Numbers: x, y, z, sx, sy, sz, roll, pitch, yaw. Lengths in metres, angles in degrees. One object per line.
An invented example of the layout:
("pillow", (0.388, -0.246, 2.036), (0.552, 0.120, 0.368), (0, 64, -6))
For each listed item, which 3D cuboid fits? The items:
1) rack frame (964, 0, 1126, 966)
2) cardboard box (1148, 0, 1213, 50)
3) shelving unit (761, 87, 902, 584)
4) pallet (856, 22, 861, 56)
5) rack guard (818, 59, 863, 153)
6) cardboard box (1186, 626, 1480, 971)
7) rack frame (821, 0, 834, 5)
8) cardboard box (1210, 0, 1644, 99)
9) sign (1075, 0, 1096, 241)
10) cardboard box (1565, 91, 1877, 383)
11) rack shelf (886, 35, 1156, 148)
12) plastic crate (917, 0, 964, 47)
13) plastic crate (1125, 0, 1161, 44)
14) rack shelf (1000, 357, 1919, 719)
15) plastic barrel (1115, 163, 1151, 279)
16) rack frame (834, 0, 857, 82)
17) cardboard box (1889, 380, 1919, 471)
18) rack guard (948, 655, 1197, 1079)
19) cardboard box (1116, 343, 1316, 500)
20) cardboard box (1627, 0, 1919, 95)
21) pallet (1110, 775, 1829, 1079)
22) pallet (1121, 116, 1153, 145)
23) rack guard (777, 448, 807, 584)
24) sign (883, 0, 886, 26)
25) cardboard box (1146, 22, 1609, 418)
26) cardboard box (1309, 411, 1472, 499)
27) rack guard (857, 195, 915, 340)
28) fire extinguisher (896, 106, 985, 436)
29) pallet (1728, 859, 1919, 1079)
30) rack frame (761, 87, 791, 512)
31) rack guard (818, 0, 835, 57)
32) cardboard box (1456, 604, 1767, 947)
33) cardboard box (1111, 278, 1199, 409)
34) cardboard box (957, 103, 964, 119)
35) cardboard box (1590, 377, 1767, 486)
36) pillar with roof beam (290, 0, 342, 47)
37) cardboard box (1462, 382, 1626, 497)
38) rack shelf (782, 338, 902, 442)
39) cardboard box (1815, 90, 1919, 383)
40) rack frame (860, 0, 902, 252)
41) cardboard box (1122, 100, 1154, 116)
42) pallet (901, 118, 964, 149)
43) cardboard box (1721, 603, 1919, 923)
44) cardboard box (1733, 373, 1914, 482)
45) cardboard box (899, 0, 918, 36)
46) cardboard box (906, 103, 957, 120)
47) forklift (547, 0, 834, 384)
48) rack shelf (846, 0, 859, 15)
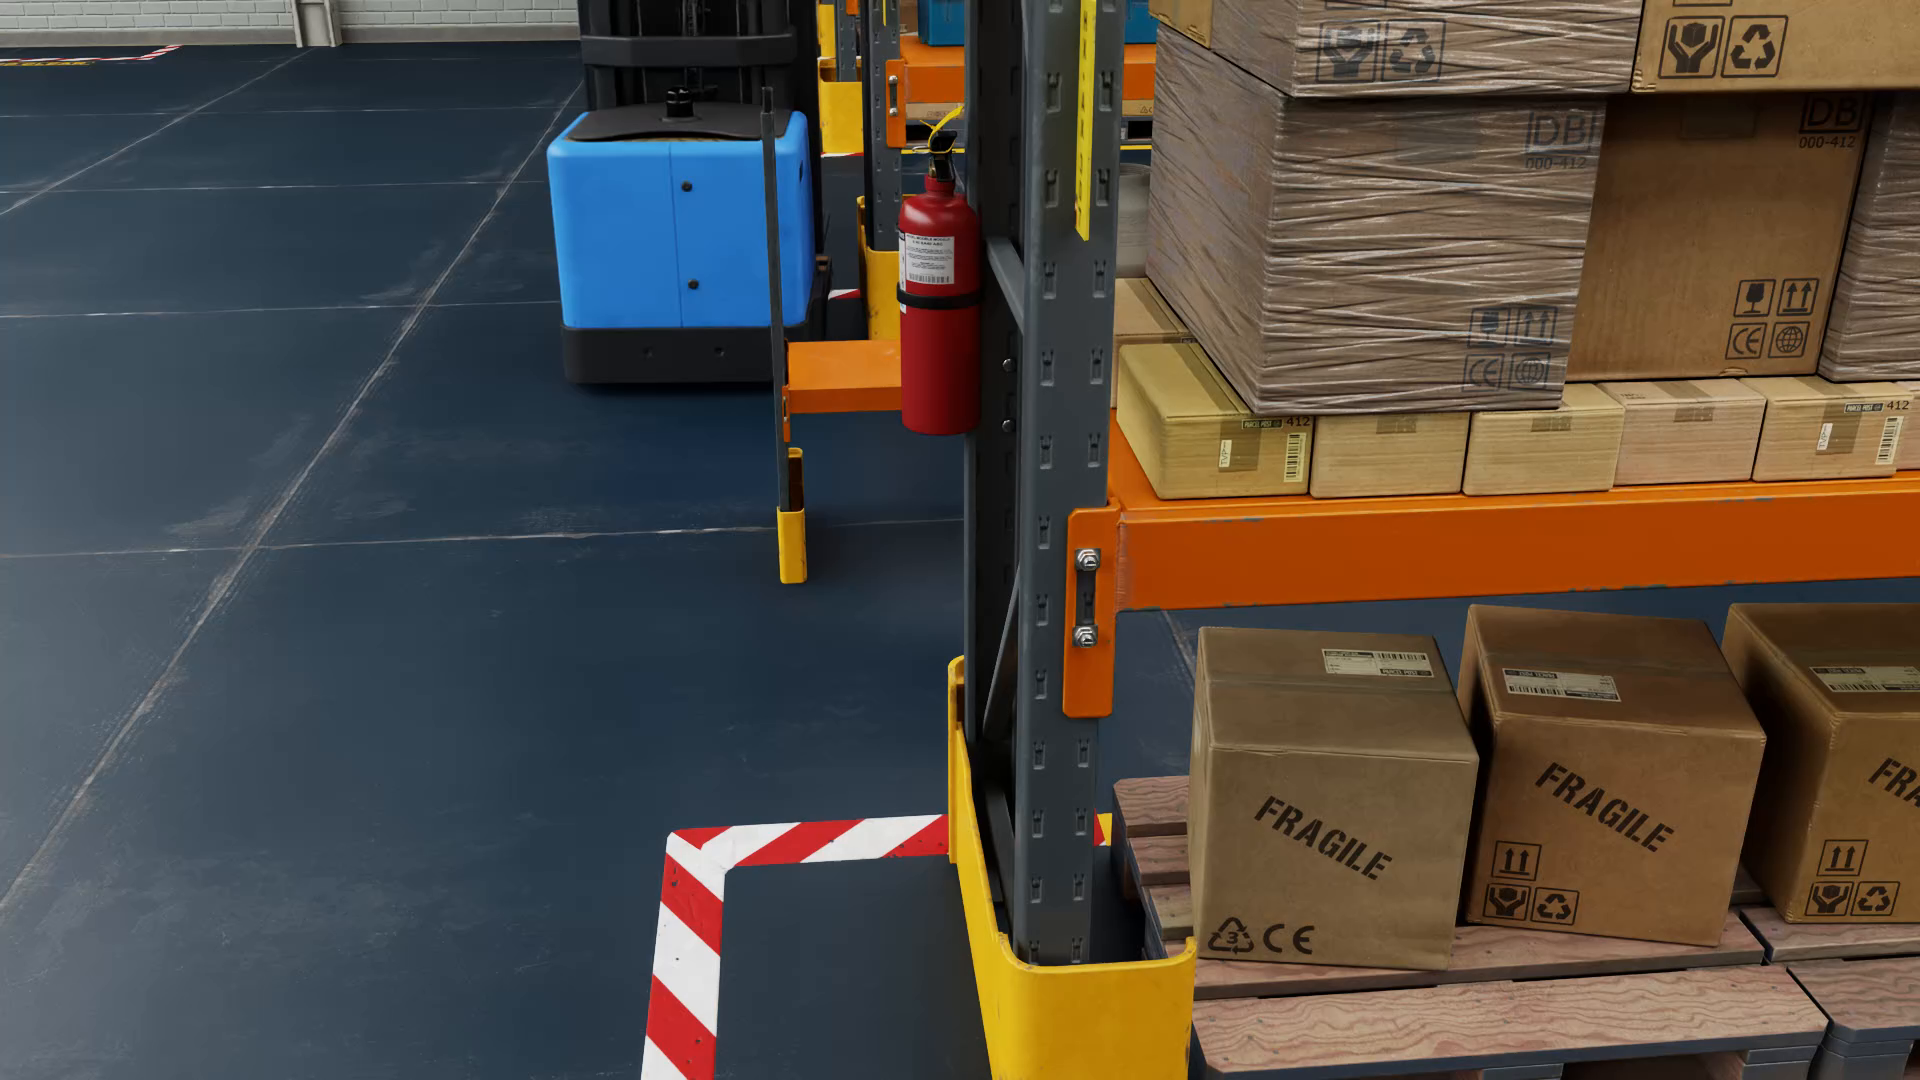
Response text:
("rack frame", (0.120, -0.411, 2.981), (0.127, 3.000, 1.000), (-2, 24, -5))
("cardboard box", (0.643, -1.171, 2.971), (0.500, 0.500, 0.500), (-2, 24, -5))
("shelving unit", (-0.076, -0.682, 5.439), (1.083, 1.500, 0.587), (-2, 24, -5))
("pallet", (-0.453, -5.164, 17.108), (1.213, 0.211, 1.003), (-2, 24, -5))
("rack guard", (-0.874, -3.272, 12.495), (0.348, 0.500, 1.175), (-2, 24, -5))
("cardboard box", (0.743, 0.522, 3.444), (0.500, 0.500, 0.500), (2, 24, 5))
("rack frame", (-1.341, -6.417, 16.494), (0.127, 3.000, 1.000), (-2, 24, -5))
("cardboard box", (0.694, -0.961, 2.498), (0.500, 0.500, 0.500), (-2, 24, -5))
("sign", (0.173, -0.587, 2.311), (0.005, 0.325, 0.100), (-2, 24, -5))
("cardboard box", (1.155, -0.671, 3.078), (0.500, 0.500, 0.875), (-2, 24, -5))
("rack shelf", (1.623, -2.164, 7.810), (4.000, 0.370, 1.077), (-2, 24, -5))
("plastic crate", (0.101, -2.486, 7.832), (0.616, 0.251, 0.499), (-2, 24, -5))
("plastic crate", (0.748, -2.509, 7.885), (0.408, 0.251, 0.499), (-2, 24, -5))
("rack shelf", (2.110, -0.162, 3.306), (4.000, 0.370, 1.077), (-2, 24, -5))
("plastic barrel", (0.779, -1.545, 8.078), (0.421, 0.512, 0.421), (0, 24, 0))
("rack frame", (-0.850, -4.415, 11.989), (0.127, 3.000, 1.000), (-2, 24, -5))
("cardboard box", (1.670, -0.263, 2.959), (0.250, 0.149, 0.380), (-2, 24, -5))
("rack guard", (0.195, 0.729, 3.495), (0.348, 0.500, 1.175), (-2, 24, -5))
("cardboard box", (0.427, -0.211, 2.840), (0.250, 0.149, 0.380), (-2, 24, -5))
("cardboard box", (1.192, -0.978, 2.537), (0.500, 0.500, 0.500), (-2, 24, -5))
("pallet", (1.007, 0.843, 3.595), (1.213, 0.211, 1.003), (-2, 24, -5))
("pallet", (1.118, -3.236, 12.769), (1.213, 0.211, 1.003), (-2, 24, -5))
("rack guard", (-0.571, -0.091, 5.648), (0.087, 0.250, 0.587), (-2, 24, -5))
("sign", (-0.317, -2.316, 6.928), (0.005, 0.325, 0.100), (-2, 24, -5))
("cardboard box", (0.670, -0.603, 2.924), (0.500, 0.500, 0.875), (-2, 24, -5))
("cardboard box", (0.677, -0.213, 2.845), (0.250, 0.149, 0.380), (-2, 24, -5))
("rack guard", (-0.296, -1.292, 8.042), (0.348, 0.500, 1.175), (-2, 24, -5))
("fire extinguisher", (-0.040, -0.557, 3.405), (0.183, 0.674, 0.296), (-2, 24, -5))
("pallet", (2.218, 0.795, 3.701), (1.213, 0.211, 1.003), (-2, 24, -5))
("rack frame", (-0.591, -0.662, 5.392), (0.032, 1.500, 0.500), (-2, 24, -5))
("rack guard", (-1.265, -5.278, 17.008), (0.348, 0.500, 1.175), (-2, 24, -5))
("cardboard box", (1.334, 0.484, 3.529), (0.500, 0.500, 0.500), (4, 24, 9))
("cardboard box", (0.383, -0.391, 3.245), (0.250, 0.149, 0.380), (-2, 24, -5))
("cardboard box", (0.202, -3.303, 12.357), (0.500, 0.250, 0.500), (-2, 24, -5))
("cardboard box", (1.174, -0.235, 2.896), (0.250, 0.149, 0.380), (-2, 24, -5))
("pillar with roof beam", (-6.277, -7.556, 11.671), (0.400, 9.000, 9.100), (-2, 24, -5))
("cardboard box", (0.928, -0.217, 2.854), (0.250, 0.149, 0.380), (-2, 24, -5))
("rack shelf", (-0.085, -0.518, 5.511), (1.000, 0.185, 0.538), (-2, 24, -5))
("cardboard box", (1.657, -0.674, 3.084), (0.500, 0.500, 0.875), (-2, 24, -5))
("rack frame", (-0.367, -2.413, 7.485), (0.127, 3.000, 1.000), (-2, 24, -5))
("cardboard box", (1.198, -3.341, 12.442), (0.500, 0.250, 0.500), (-2, 24, -5))
("pallet", (-0.093, -3.188, 12.663), (1.213, 0.211, 1.003), (-2, 24, -5))
("cardboard box", (1.959, 0.467, 3.568), (0.500, 0.500, 0.500), (0, 24, 0))
("cardboard box", (1.424, -0.242, 2.912), (0.250, 0.149, 0.380), (-2, 24, -5))
("cardboard box", (-0.346, -3.835, 12.629), (0.500, 0.500, 0.500), (-2, 24, -5))
("cardboard box", (-0.295, -3.282, 12.309), (0.500, 0.250, 0.500), (-2, 24, -5))
("forklift", (-1.217, -2.558, 7.897), (1.130, 2.935, 3.031), (-1, 24, -2))
("rack shelf", (1.140, -4.166, 12.315), (4.000, 0.370, 1.077), (-2, 24, -5))
